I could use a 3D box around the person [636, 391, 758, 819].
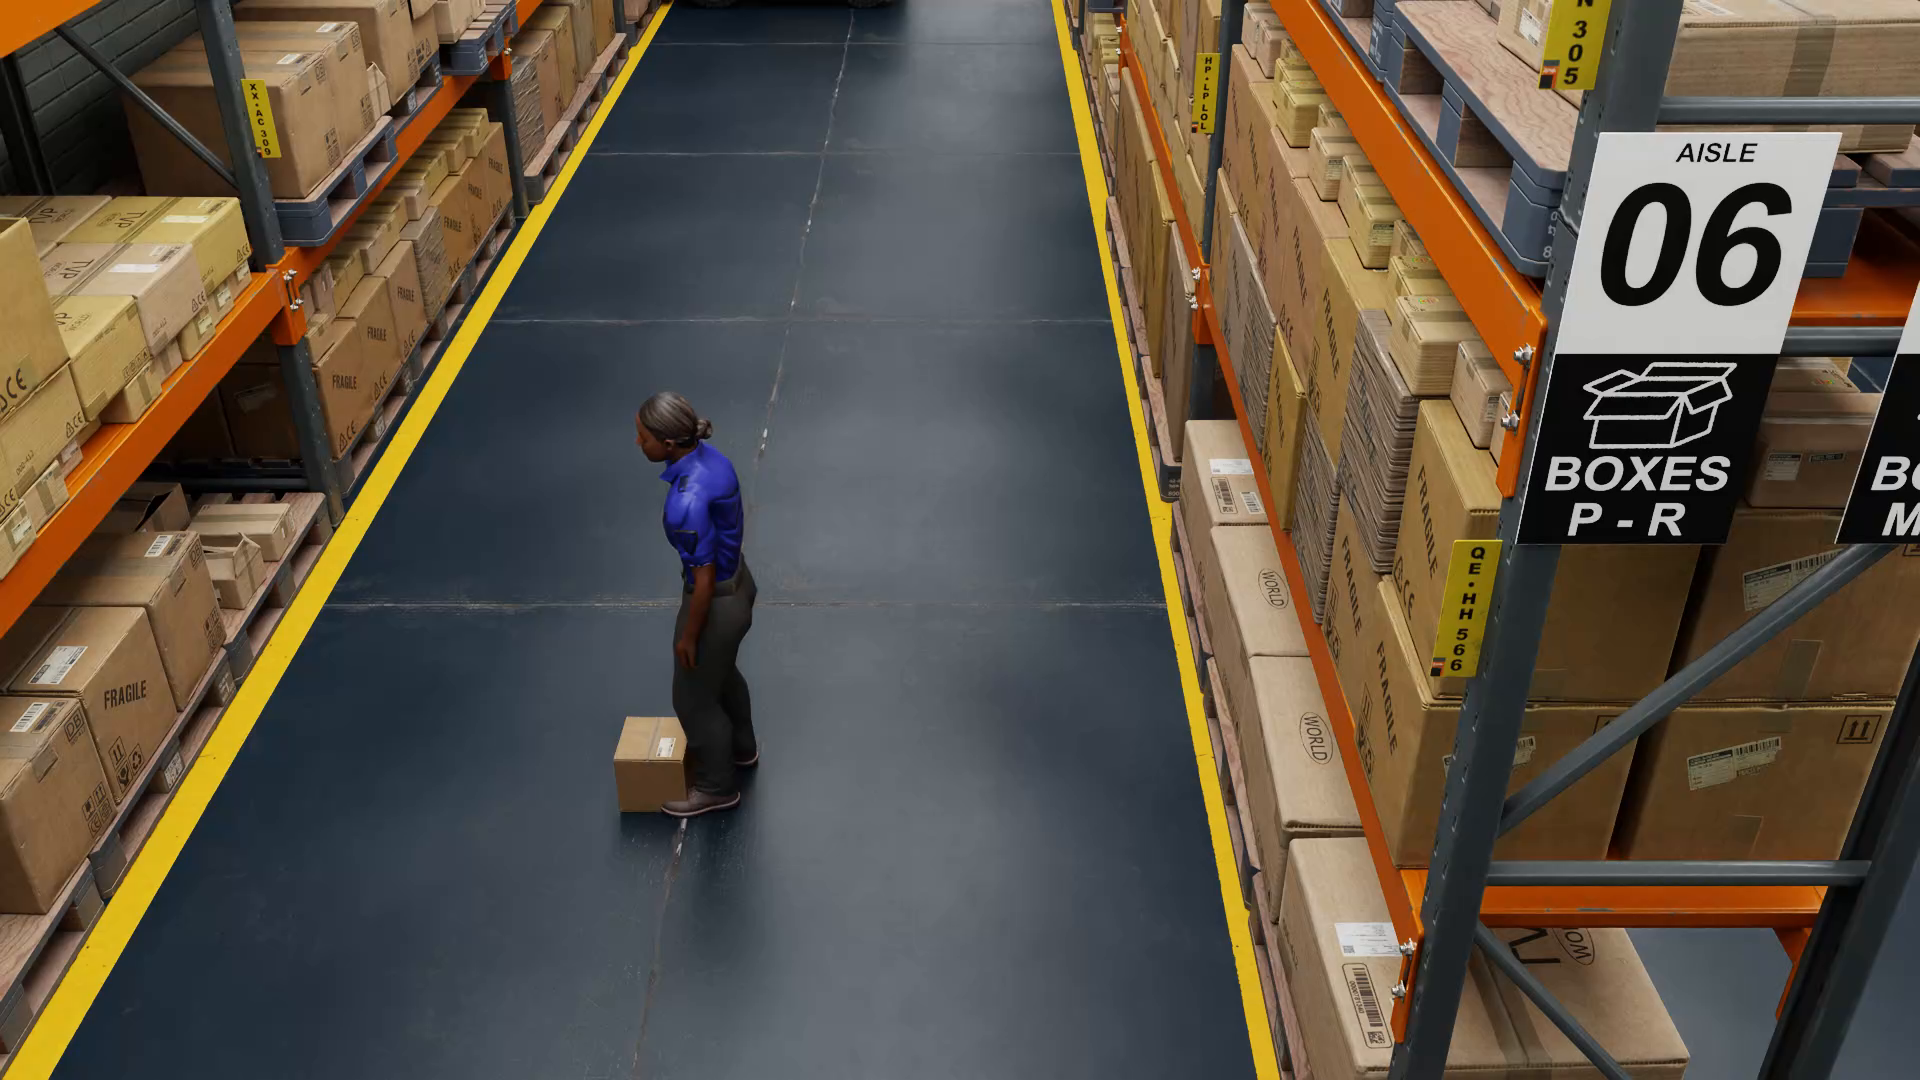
[{"bbox_3d":[-0.907,0.222,5.780,0.391,1.655,0.505,0,32,0],"label":"person"}]
